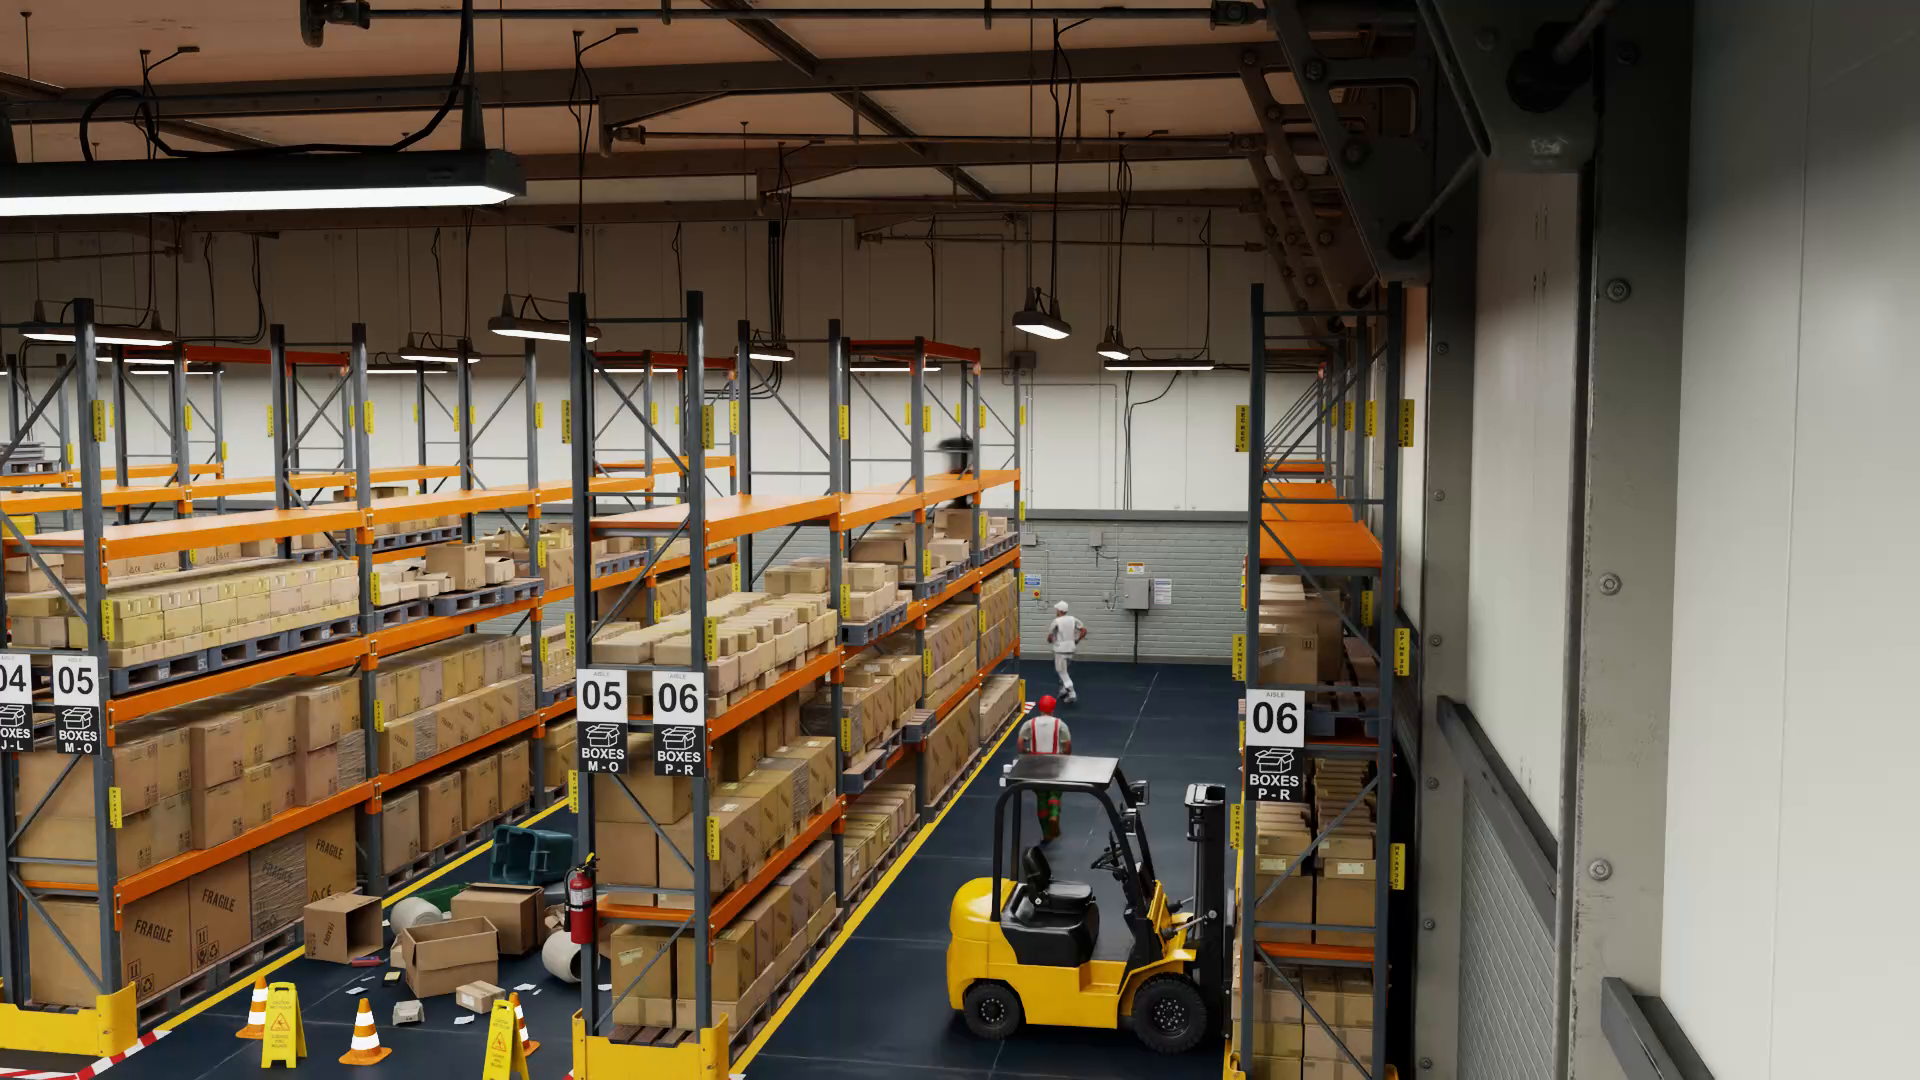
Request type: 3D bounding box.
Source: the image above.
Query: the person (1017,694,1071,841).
[{"bbox_3d":[1.010,2.710,19.756,0.651,1.754,0.642,1,5,11],"label":"person"}]

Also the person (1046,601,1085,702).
[{"bbox_3d":[1.751,1.951,28.850,0.668,1.806,0.941,-3,5,-33],"label":"person"}]
